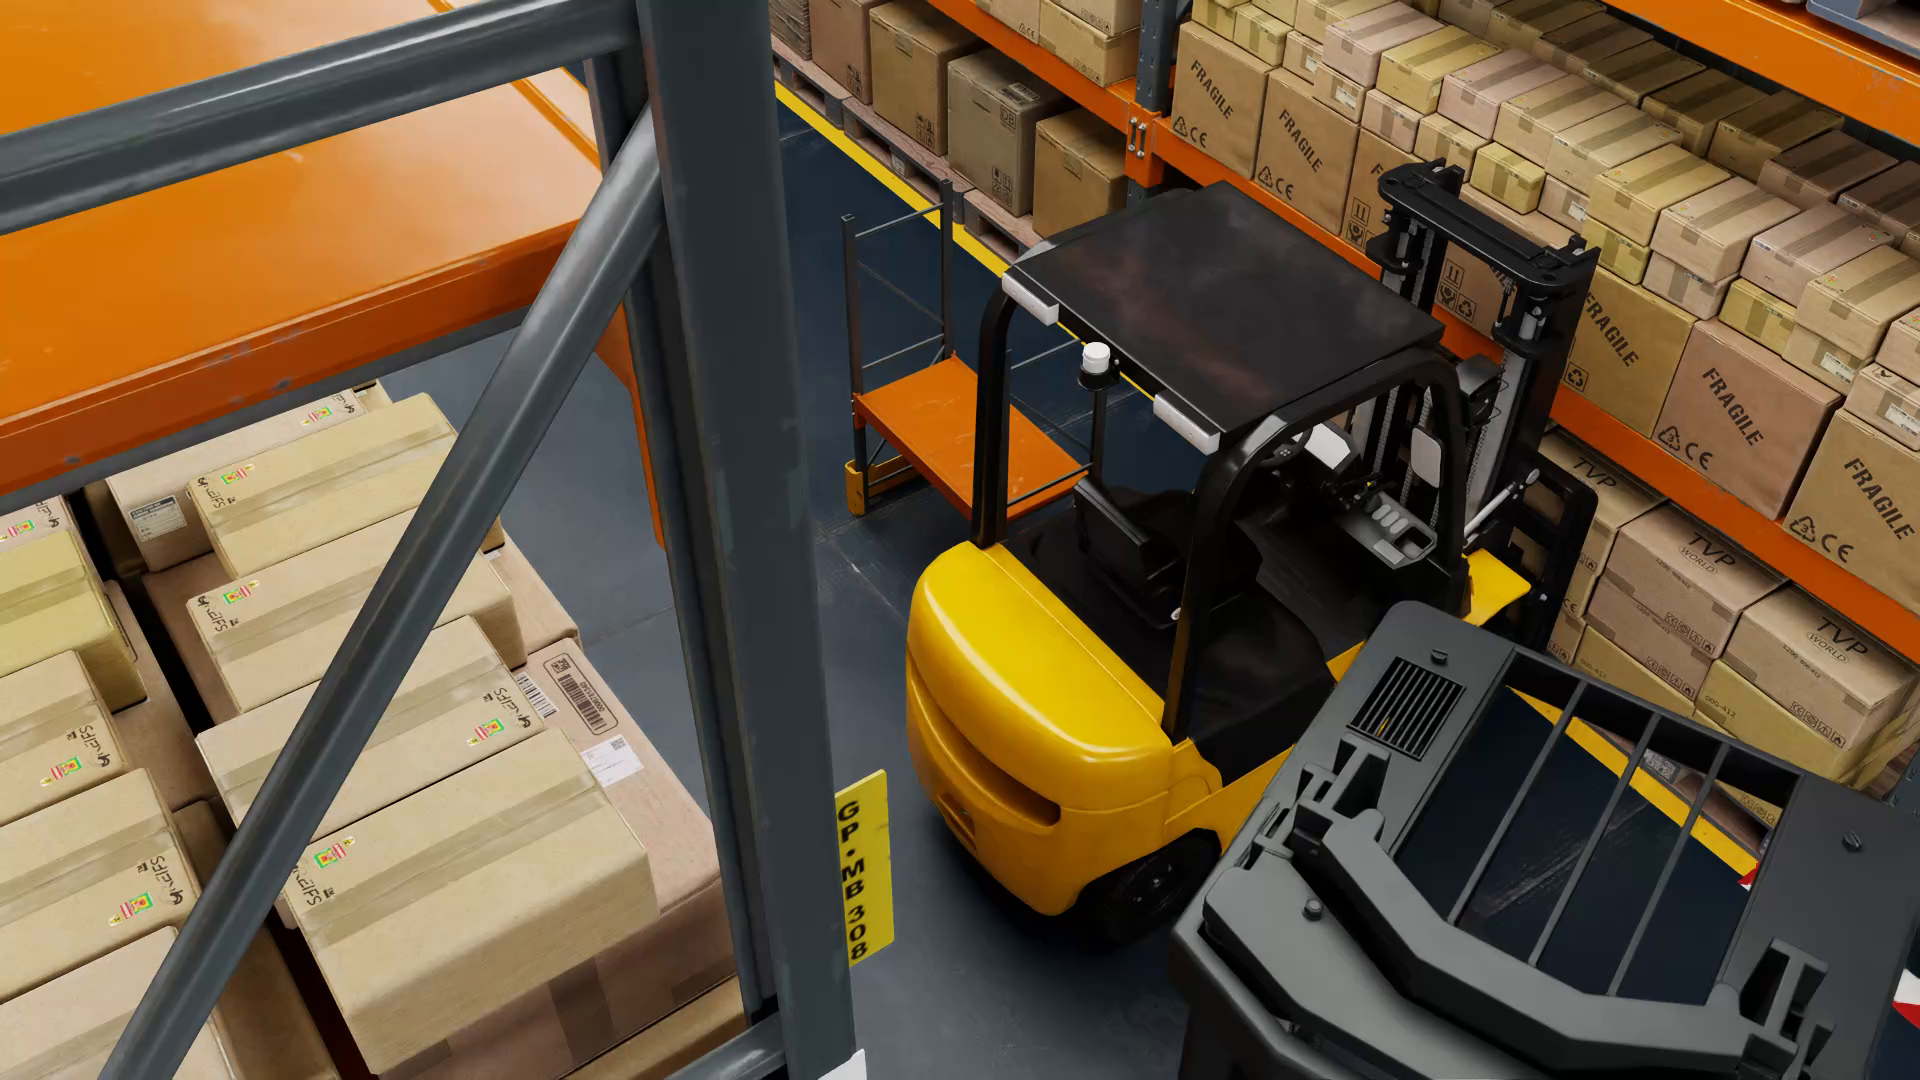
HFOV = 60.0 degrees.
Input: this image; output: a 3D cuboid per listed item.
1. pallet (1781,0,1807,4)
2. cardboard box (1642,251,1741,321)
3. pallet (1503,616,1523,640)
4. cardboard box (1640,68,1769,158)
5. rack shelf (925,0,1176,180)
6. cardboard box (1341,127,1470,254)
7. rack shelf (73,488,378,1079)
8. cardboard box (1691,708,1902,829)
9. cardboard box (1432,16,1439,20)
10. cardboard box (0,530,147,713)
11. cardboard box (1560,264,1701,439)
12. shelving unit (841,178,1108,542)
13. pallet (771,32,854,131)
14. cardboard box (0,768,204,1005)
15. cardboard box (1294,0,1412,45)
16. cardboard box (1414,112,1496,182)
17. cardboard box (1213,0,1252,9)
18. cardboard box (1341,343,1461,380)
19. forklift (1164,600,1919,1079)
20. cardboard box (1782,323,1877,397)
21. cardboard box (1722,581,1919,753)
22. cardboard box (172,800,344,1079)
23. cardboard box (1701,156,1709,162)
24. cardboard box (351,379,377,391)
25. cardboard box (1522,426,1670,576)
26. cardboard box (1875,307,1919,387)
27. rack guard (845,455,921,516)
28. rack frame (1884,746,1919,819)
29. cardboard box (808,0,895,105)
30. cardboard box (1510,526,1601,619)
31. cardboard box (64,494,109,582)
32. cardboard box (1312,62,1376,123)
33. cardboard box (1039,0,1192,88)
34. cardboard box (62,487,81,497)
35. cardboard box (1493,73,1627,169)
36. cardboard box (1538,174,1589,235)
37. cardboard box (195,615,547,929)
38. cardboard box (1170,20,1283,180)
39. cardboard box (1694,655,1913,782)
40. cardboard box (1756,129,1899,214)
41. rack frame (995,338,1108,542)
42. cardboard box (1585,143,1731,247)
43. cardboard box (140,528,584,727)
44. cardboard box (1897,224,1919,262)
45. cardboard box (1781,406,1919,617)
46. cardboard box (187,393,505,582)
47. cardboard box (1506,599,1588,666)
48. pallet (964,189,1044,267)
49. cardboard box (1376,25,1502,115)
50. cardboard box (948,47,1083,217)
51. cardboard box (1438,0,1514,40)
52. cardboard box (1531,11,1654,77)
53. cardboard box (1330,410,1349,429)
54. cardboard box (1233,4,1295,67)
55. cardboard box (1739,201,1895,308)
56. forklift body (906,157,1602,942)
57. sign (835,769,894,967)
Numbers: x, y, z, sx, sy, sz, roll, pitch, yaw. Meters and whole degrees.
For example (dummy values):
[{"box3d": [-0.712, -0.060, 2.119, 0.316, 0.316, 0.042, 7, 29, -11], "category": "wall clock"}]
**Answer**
[{"box3d": [2.418, -2.121, 5.182, 1.003, 0.211, 1.213, -26, 49, -24], "category": "pallet"}, {"box3d": [2.482, -0.904, 5.473, 0.380, 0.149, 0.250, -27, 50, -26], "category": "cardboard box"}, {"box3d": [2.337, -0.064, 7.155, 1.003, 0.211, 1.213, -26, 49, -24], "category": "pallet"}, {"box3d": [2.625, -1.506, 5.888, 0.380, 0.149, 0.250, -25, 49, -24], "category": "cardboard box"}, {"box3d": [0.071, -3.104, 8.841, 1.077, 0.370, 4.000, -26, 49, -24], "category": "rack shelf"}, {"box3d": [1.857, -1.338, 6.398, 0.500, 0.500, 0.500, -26, 50, -25], "category": "cardboard box"}, {"box3d": [-1.710, 0.040, 3.376, 1.077, 0.370, 4.000, -26, 49, -24], "category": "rack shelf"}, {"box3d": [2.975, 0.736, 5.985, 0.500, 0.250, 0.500, -25, 49, -24], "category": "cardboard box"}, {"box3d": [1.925, -2.140, 6.768, 0.380, 0.149, 0.250, -25, 49, -23], "category": "cardboard box"}, {"box3d": [-1.382, 0.177, 2.315, 0.380, 0.149, 0.250, -25, 49, -24], "category": "cardboard box"}, {"box3d": [2.423, -0.764, 5.797, 0.500, 0.500, 0.500, -27, 50, -25], "category": "cardboard box"}, {"box3d": [0.044, -0.499, 6.678, 0.587, 1.500, 1.083, -26, 49, -24], "category": "shelving unit"}, {"box3d": [-0.635, -3.006, 10.237, 1.003, 0.211, 1.213, -26, 49, -24], "category": "pallet"}, {"box3d": [-1.118, 0.479, 2.000, 0.380, 0.149, 0.250, -25, 49, -24], "category": "cardboard box"}, {"box3d": [1.531, -2.058, 6.467, 0.380, 0.149, 0.250, -27, 50, -25], "category": "cardboard box"}, {"box3d": [1.890, -1.481, 6.078, 0.380, 0.149, 0.250, -27, 50, -26], "category": "cardboard box"}, {"box3d": [1.154, -2.312, 6.733, 0.380, 0.149, 0.250, -25, 49, -24], "category": "cardboard box"}, {"box3d": [1.812, -0.781, 6.850, 0.500, 0.250, 0.500, -24, 49, -23], "category": "cardboard box"}, {"box3d": [1.118, 1.327, 3.729, 1.130, 2.935, 3.031, 26, 49, 24], "category": "forklift"}, {"box3d": [2.806, -0.626, 5.182, 0.380, 0.149, 0.250, -25, 49, -24], "category": "cardboard box"}, {"box3d": [2.984, 0.378, 5.636, 0.500, 0.250, 0.500, -24, 49, -23], "category": "cardboard box"}, {"box3d": [-1.080, 0.676, 2.082, 0.500, 0.250, 0.500, -26, 50, -25], "category": "cardboard box"}, {"box3d": [2.664, -1.408, 6.001, 0.380, 0.149, 0.250, -26, 49, -25], "category": "cardboard box"}, {"box3d": [-1.237, -0.324, 2.840, 0.380, 0.149, 0.250, -24, 49, -23], "category": "cardboard box"}, {"box3d": [2.390, -0.191, 6.232, 0.500, 0.250, 0.500, -25, 49, -24], "category": "cardboard box"}, {"box3d": [2.959, -0.591, 4.930, 0.380, 0.149, 0.250, -26, 49, -24], "category": "cardboard box"}, {"box3d": [-0.241, -0.329, 7.405, 0.587, 0.250, 0.087, -26, 49, -24], "category": "rack guard"}, {"box3d": [3.503, 0.034, 5.033, 1.000, 3.000, 0.127, -26, 49, -24], "category": "rack frame"}, {"box3d": [-0.348, -3.064, 9.694, 0.875, 0.625, 0.625, -24, 49, -23], "category": "cardboard box"}, {"box3d": [2.378, -0.028, 6.423, 0.500, 0.250, 0.500, -27, 50, -25], "category": "cardboard box"}, {"box3d": [-1.667, 0.098, 2.687, 0.500, 0.250, 0.500, -24, 49, -23], "category": "cardboard box"}, {"box3d": [1.583, -1.766, 6.376, 0.380, 0.149, 0.250, -25, 49, -24], "category": "cardboard box"}, {"box3d": [0.712, -2.359, 7.648, 0.500, 0.250, 0.500, -25, 49, -24], "category": "cardboard box"}, {"box3d": [-1.644, -0.123, 2.629, 0.380, 0.149, 0.250, -27, 50, -26], "category": "cardboard box"}, {"box3d": [2.113, -1.479, 5.861, 0.380, 0.149, 0.250, -26, 49, -24], "category": "cardboard box"}, {"box3d": [2.252, -1.216, 5.800, 0.380, 0.149, 0.250, -26, 49, -25], "category": "cardboard box"}, {"box3d": [-0.759, 0.296, 2.190, 0.380, 0.149, 0.250, -26, 49, -25], "category": "cardboard box"}, {"box3d": [1.254, -1.913, 7.000, 0.500, 0.500, 0.500, -27, 50, -25], "category": "cardboard box"}, {"box3d": [2.968, 0.544, 5.824, 0.500, 0.250, 0.500, -26, 50, -25], "category": "cardboard box"}, {"box3d": [2.901, -1.209, 5.578, 0.380, 0.149, 0.250, -24, 49, -23], "category": "cardboard box"}, {"box3d": [0.340, -0.206, 6.371, 0.500, 1.500, 0.032, -26, 49, -24], "category": "rack frame"}, {"box3d": [2.313, -1.147, 5.512, 0.380, 0.149, 0.250, -25, 49, -24], "category": "cardboard box"}, {"box3d": [-0.915, 0.180, 2.601, 0.500, 0.250, 0.500, -26, 50, -25], "category": "cardboard box"}, {"box3d": [3.201, -0.924, 5.279, 0.380, 0.149, 0.250, -25, 49, -24], "category": "cardboard box"}, {"box3d": [3.006, -0.177, 5.181, 0.500, 0.500, 0.500, -27, 50, -25], "category": "cardboard box"}, {"box3d": [-0.934, -0.041, 2.544, 0.380, 0.149, 0.250, -26, 49, -25], "category": "cardboard box"}, {"box3d": [2.420, 0.163, 6.585, 0.500, 0.250, 0.500, -25, 49, -24], "category": "cardboard box"}, {"box3d": [0.761, -1.624, 8.789, 1.003, 0.211, 1.213, -26, 49, -24], "category": "pallet"}, {"box3d": [1.764, -1.736, 6.129, 0.380, 0.149, 0.250, -26, 50, -25], "category": "cardboard box"}, {"box3d": [0.469, -2.258, 8.849, 0.875, 0.625, 0.625, -26, 50, -25], "category": "cardboard box"}, {"box3d": [2.112, -2.128, 6.540, 0.380, 0.149, 0.250, -27, 50, -25], "category": "cardboard box"}, {"box3d": [2.351, -1.810, 6.207, 0.380, 0.149, 0.250, -26, 50, -25], "category": "cardboard box"}, {"box3d": [1.806, -0.600, 7.022, 0.500, 0.250, 0.500, -26, 50, -25], "category": "cardboard box"}, {"box3d": [1.331, -2.071, 6.696, 0.380, 0.149, 0.250, -25, 49, -24], "category": "cardboard box"}, {"box3d": [2.705, -0.899, 5.253, 0.380, 0.149, 0.250, -25, 49, -24], "category": "cardboard box"}, {"box3d": [0.922, -0.012, 5.696, 2.313, 2.155, 1.214, -26, 49, -24], "category": "forklift body"}, {"box3d": [-0.121, 0.382, 1.863, 0.100, 0.325, 0.005, -26, 49, -24], "category": "sign"}]
